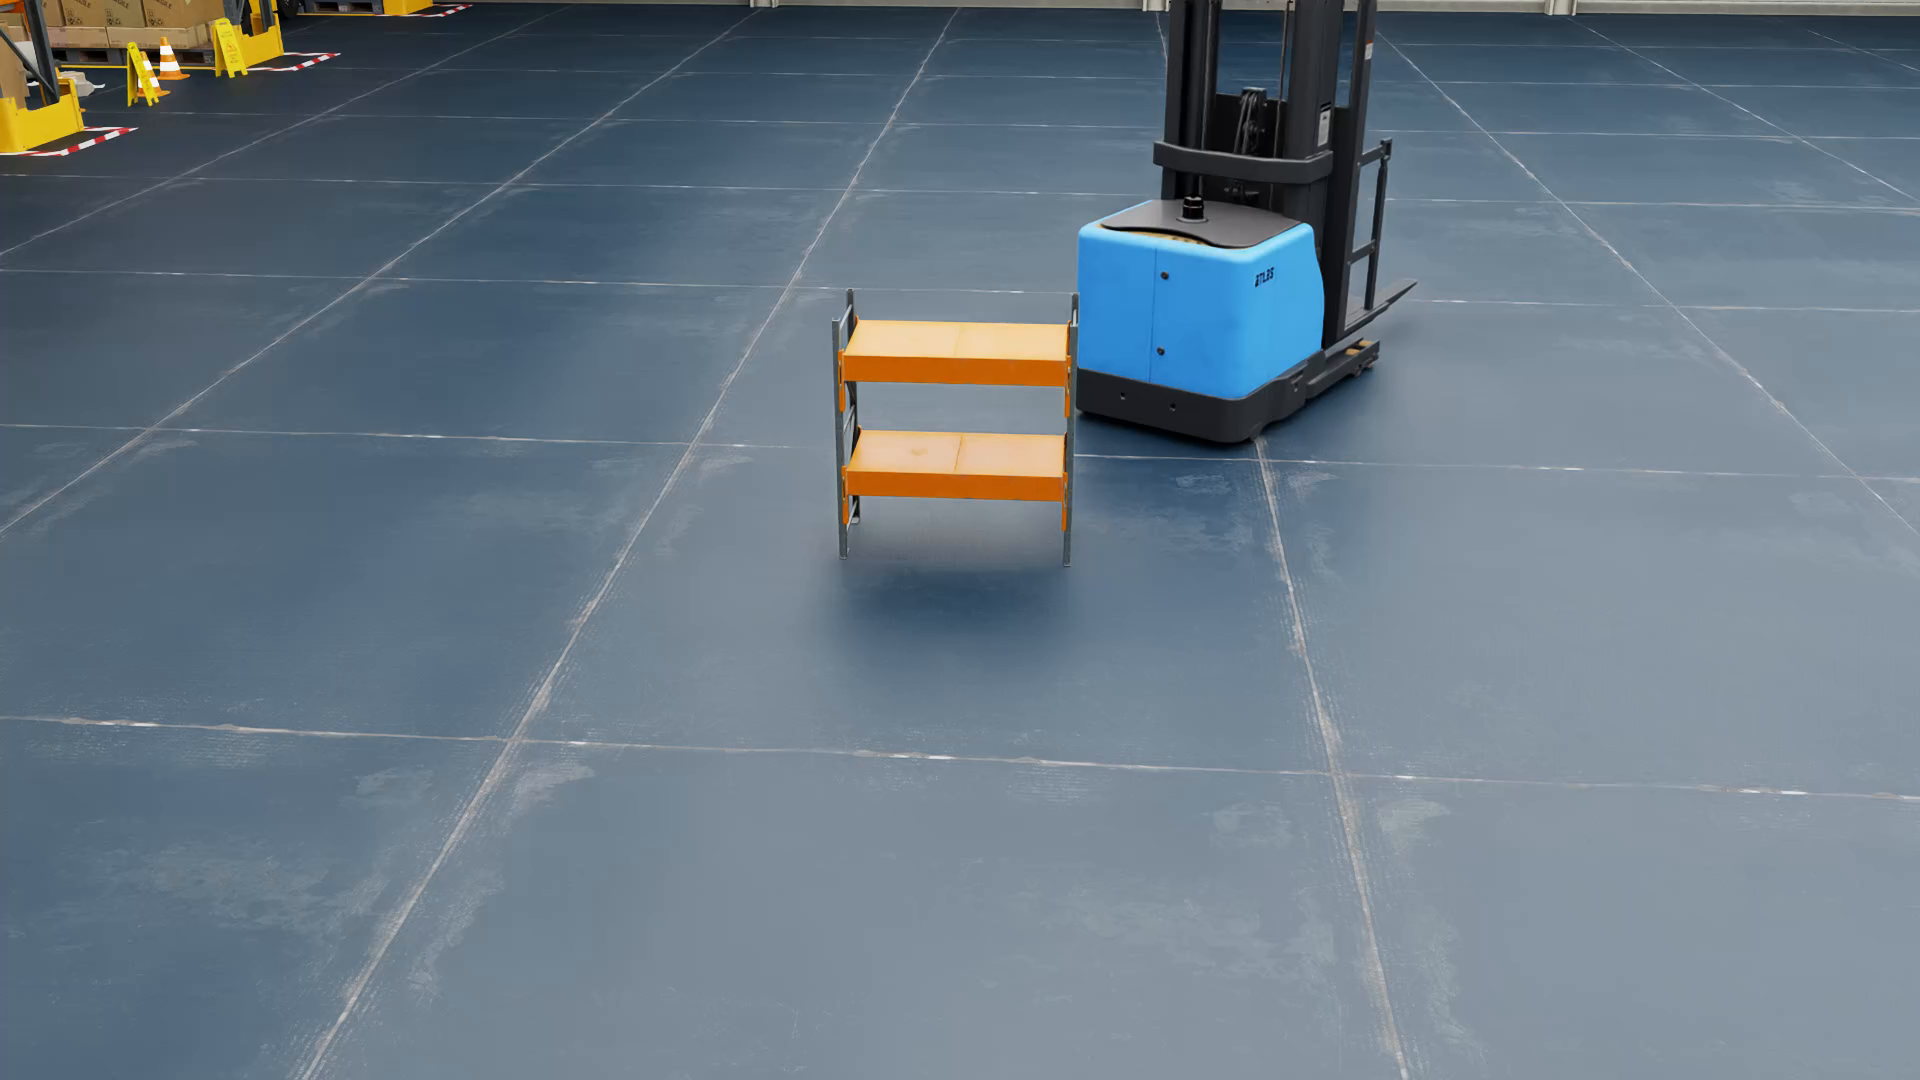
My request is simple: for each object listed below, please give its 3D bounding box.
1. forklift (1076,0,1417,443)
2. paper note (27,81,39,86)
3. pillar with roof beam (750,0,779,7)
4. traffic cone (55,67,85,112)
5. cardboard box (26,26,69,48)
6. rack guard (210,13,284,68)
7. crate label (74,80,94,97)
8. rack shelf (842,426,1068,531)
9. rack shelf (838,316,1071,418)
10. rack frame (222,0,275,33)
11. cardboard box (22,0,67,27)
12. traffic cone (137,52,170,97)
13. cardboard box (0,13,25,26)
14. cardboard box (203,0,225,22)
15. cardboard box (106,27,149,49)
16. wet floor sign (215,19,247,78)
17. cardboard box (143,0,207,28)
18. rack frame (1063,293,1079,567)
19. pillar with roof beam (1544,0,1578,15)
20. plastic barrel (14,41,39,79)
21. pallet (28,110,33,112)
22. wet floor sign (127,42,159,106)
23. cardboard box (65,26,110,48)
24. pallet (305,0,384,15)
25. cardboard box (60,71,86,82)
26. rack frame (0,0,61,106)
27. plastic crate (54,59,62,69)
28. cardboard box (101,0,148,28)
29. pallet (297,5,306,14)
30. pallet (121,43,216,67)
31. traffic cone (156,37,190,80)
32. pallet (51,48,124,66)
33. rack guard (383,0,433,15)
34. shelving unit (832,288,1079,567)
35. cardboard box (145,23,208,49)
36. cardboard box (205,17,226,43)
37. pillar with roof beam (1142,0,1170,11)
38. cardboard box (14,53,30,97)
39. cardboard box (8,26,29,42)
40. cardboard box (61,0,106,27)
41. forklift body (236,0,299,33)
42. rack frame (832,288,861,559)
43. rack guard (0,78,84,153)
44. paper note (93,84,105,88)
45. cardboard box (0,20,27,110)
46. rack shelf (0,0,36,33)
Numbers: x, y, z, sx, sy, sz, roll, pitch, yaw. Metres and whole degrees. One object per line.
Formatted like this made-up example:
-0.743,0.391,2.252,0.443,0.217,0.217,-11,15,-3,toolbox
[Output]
1.866,-2.399,9.458,1.130,2.935,3.031,16,29,31,forklift
-10.680,-5.264,19.168,0.142,0.019,0.148,11,27,22,paper note
-3.345,-10.534,19.878,0.400,9.000,9.100,2,25,4,pillar with roof beam
-9.448,-4.718,17.450,0.334,0.463,0.336,2,25,4,traffic cone
-11.108,-6.238,20.505,0.500,0.250,0.500,2,25,3,cardboard box
-8.825,-6.195,20.615,0.348,0.500,1.175,2,25,4,rack guard
-9.811,-5.030,18.517,0.298,0.136,0.250,-11,27,-23,crate label
-0.007,-0.289,7.618,1.000,0.278,0.538,2,25,4,rack shelf
-0.007,-0.777,7.393,1.000,0.278,0.538,2,25,4,rack shelf
-8.749,-7.328,20.087,0.127,3.000,1.000,2,25,4,rack frame
-11.119,-6.577,20.346,0.500,0.500,0.500,3,25,7,cardboard box
-9.023,-5.178,18.450,0.334,0.463,0.336,2,25,4,traffic cone
-11.635,-6.595,20.383,0.500,0.500,0.500,3,25,6,cardboard box
-9.556,-6.752,20.725,0.500,0.500,0.500,1,25,2,cardboard box
-10.092,-6.203,20.430,0.500,0.250,0.500,2,25,4,cardboard box
-8.642,-5.806,19.597,0.232,0.644,0.267,11,27,22,wet floor sign
-9.568,-6.527,20.237,0.500,0.500,0.500,2,25,4,cardboard box
0.500,-0.495,7.480,0.032,1.125,0.500,2,25,4,rack frame
8.619,-10.150,19.043,0.400,9.000,9.100,2,25,4,pillar with roof beam
-10.925,-5.593,19.398,0.421,0.421,0.512,22,33,39,plastic barrel
-9.831,-3.988,16.164,1.213,0.211,1.003,2,25,4,pallet
-8.847,-5.017,17.880,0.232,0.644,0.267,-2,25,-5,wet floor sign
-10.614,-6.218,20.461,0.500,0.250,0.500,1,25,2,cardboard box
-9.139,-8.137,25.182,1.213,0.211,1.003,2,25,4,pallet
-10.210,-5.233,18.945,0.250,0.149,0.380,16,29,31,cardboard box
-9.028,-5.262,15.597,0.127,3.000,1.000,2,25,4,rack frame
-11.235,-5.738,20.124,0.583,0.080,0.402,-7,26,-14,plastic crate
-10.089,-6.543,20.270,0.500,0.500,0.500,3,25,6,cardboard box
-10.352,-8.177,25.269,1.213,0.211,1.003,2,25,4,pallet
-9.632,-6.104,20.764,1.213,0.211,1.003,2,25,4,pallet
-9.277,-5.652,19.479,0.334,0.463,0.336,2,25,4,traffic cone
-10.846,-6.145,20.851,1.213,0.211,1.003,2,25,4,pallet
-8.349,-8.261,25.104,0.348,0.500,1.175,2,25,4,rack guard
-0.007,-0.511,7.515,1.048,1.125,0.538,2,25,4,shelving unit
-9.600,-6.184,20.388,0.500,0.250,0.500,2,25,4,cardboard box
-9.532,-6.411,20.881,0.500,0.250,0.500,2,25,4,cardboard box
2.637,-10.342,19.460,0.400,9.000,9.100,2,25,4,pillar with roof beam
-10.694,-5.195,18.438,0.637,0.503,0.797,-17,30,-32,cardboard box
-11.637,-6.254,20.540,0.500,0.250,0.500,3,25,7,cardboard box
-10.591,-6.562,20.312,0.500,0.500,0.500,1,25,3,cardboard box
-10.403,-8.312,23.240,1.214,2.155,2.313,2,25,4,forklift body
-0.514,-0.527,7.551,0.032,1.125,0.500,2,25,4,rack frame
-9.004,-4.125,16.117,0.348,0.500,1.175,2,25,4,rack guard
-9.844,-5.180,18.971,0.142,0.019,0.148,-7,26,-14,paper note
-9.709,-4.481,15.940,0.875,0.875,0.875,2,25,4,cardboard box
-11.022,-4.999,15.886,4.000,0.370,1.077,2,25,4,rack shelf
